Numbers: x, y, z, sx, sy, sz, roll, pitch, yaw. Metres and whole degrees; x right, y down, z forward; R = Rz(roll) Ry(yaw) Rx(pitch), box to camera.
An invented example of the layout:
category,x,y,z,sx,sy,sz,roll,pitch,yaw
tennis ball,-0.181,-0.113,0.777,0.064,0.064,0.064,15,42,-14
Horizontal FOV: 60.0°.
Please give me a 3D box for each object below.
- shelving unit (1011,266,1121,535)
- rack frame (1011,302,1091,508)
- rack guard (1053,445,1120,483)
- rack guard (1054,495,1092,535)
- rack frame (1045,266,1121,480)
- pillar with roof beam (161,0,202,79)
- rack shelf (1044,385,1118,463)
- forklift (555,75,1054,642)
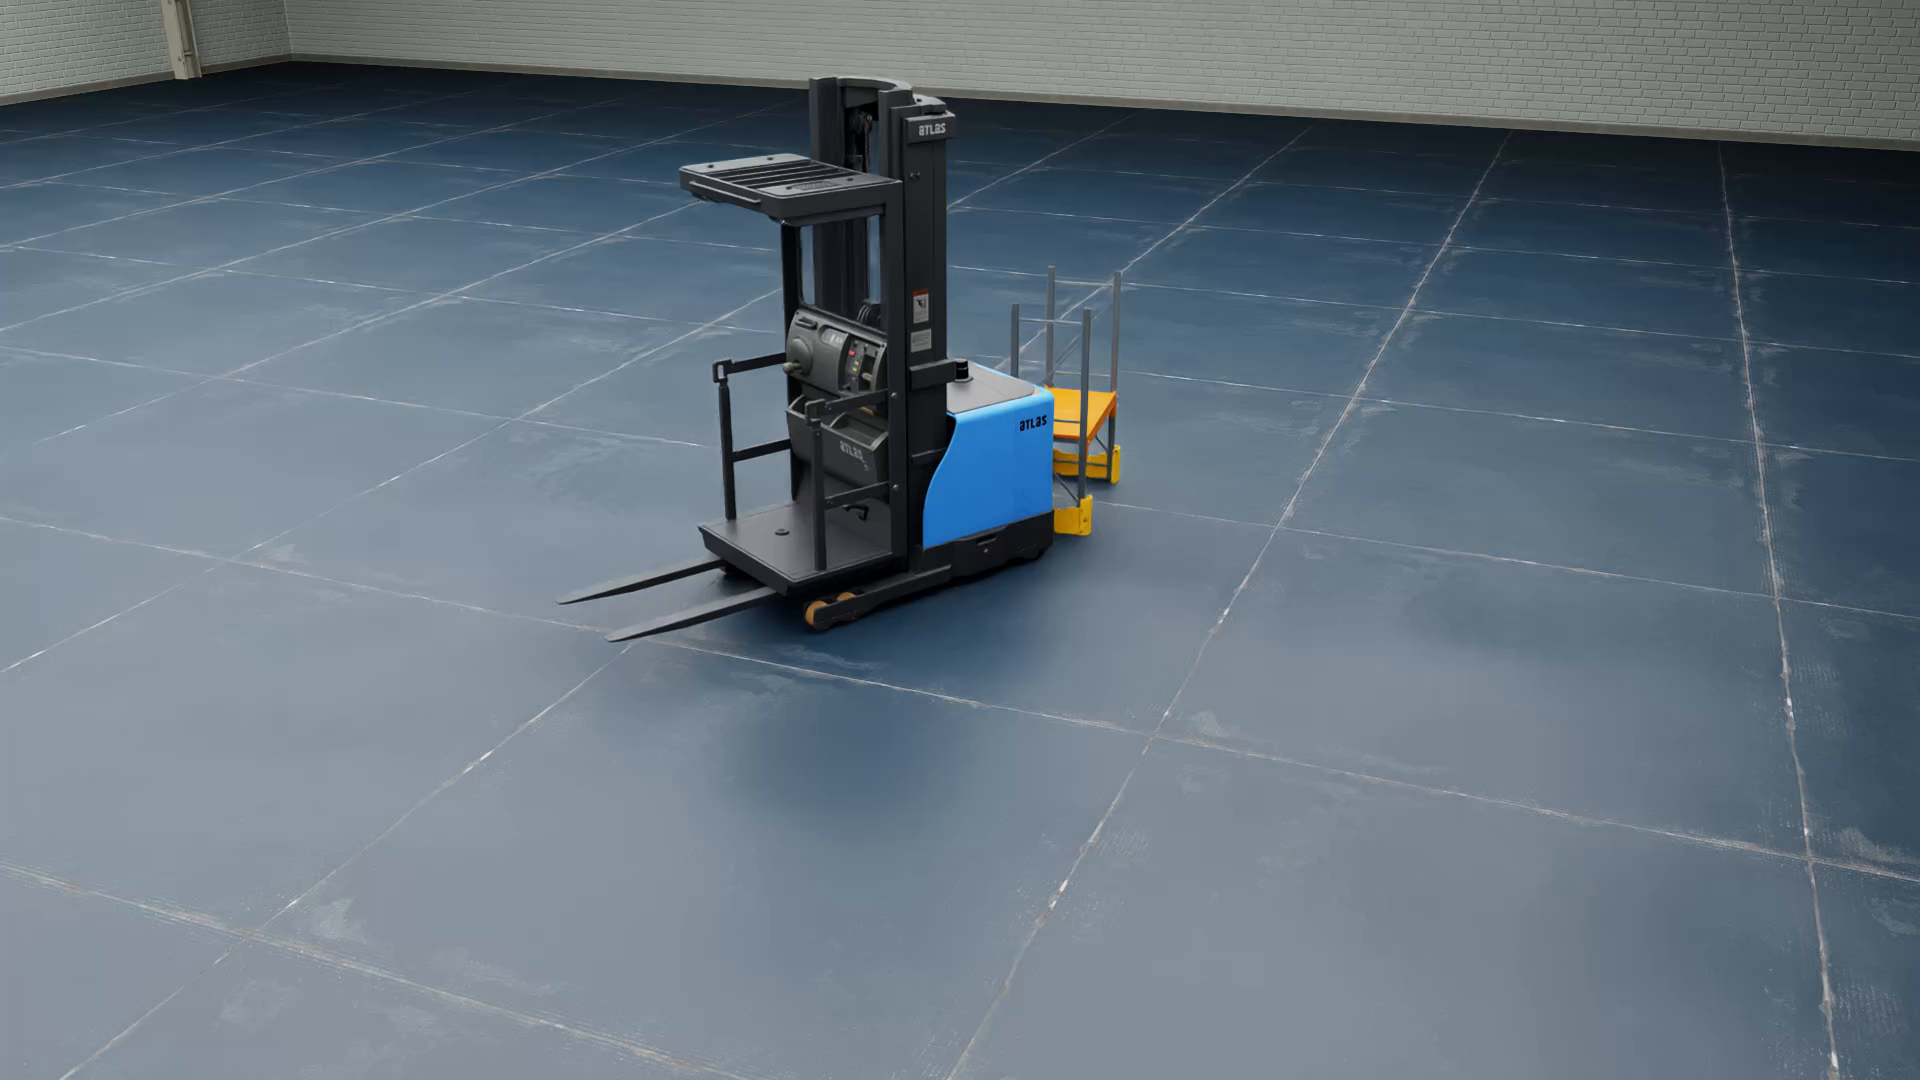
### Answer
category,x,y,z,sx,sy,sz,roll,pitch,yaw
shelving unit,0.702,-0.953,11.084,0.587,1.500,1.083,6,23,14
rack frame,0.567,-0.767,10.641,0.500,1.500,0.032,6,23,14
rack guard,0.836,-0.561,11.768,0.587,0.250,0.087,6,23,14
rack guard,0.567,-0.191,10.883,0.587,0.250,0.087,6,23,14
rack frame,0.841,-1.145,11.544,0.500,1.500,0.032,6,23,14
pillar with roof beam,-10.919,-12.470,28.929,9.100,9.000,0.400,9,24,20
rack shelf,0.704,-0.790,11.162,0.538,0.185,1.000,6,23,14
forklift,-0.882,-1.065,9.496,3.031,2.935,1.130,-17,28,-35
